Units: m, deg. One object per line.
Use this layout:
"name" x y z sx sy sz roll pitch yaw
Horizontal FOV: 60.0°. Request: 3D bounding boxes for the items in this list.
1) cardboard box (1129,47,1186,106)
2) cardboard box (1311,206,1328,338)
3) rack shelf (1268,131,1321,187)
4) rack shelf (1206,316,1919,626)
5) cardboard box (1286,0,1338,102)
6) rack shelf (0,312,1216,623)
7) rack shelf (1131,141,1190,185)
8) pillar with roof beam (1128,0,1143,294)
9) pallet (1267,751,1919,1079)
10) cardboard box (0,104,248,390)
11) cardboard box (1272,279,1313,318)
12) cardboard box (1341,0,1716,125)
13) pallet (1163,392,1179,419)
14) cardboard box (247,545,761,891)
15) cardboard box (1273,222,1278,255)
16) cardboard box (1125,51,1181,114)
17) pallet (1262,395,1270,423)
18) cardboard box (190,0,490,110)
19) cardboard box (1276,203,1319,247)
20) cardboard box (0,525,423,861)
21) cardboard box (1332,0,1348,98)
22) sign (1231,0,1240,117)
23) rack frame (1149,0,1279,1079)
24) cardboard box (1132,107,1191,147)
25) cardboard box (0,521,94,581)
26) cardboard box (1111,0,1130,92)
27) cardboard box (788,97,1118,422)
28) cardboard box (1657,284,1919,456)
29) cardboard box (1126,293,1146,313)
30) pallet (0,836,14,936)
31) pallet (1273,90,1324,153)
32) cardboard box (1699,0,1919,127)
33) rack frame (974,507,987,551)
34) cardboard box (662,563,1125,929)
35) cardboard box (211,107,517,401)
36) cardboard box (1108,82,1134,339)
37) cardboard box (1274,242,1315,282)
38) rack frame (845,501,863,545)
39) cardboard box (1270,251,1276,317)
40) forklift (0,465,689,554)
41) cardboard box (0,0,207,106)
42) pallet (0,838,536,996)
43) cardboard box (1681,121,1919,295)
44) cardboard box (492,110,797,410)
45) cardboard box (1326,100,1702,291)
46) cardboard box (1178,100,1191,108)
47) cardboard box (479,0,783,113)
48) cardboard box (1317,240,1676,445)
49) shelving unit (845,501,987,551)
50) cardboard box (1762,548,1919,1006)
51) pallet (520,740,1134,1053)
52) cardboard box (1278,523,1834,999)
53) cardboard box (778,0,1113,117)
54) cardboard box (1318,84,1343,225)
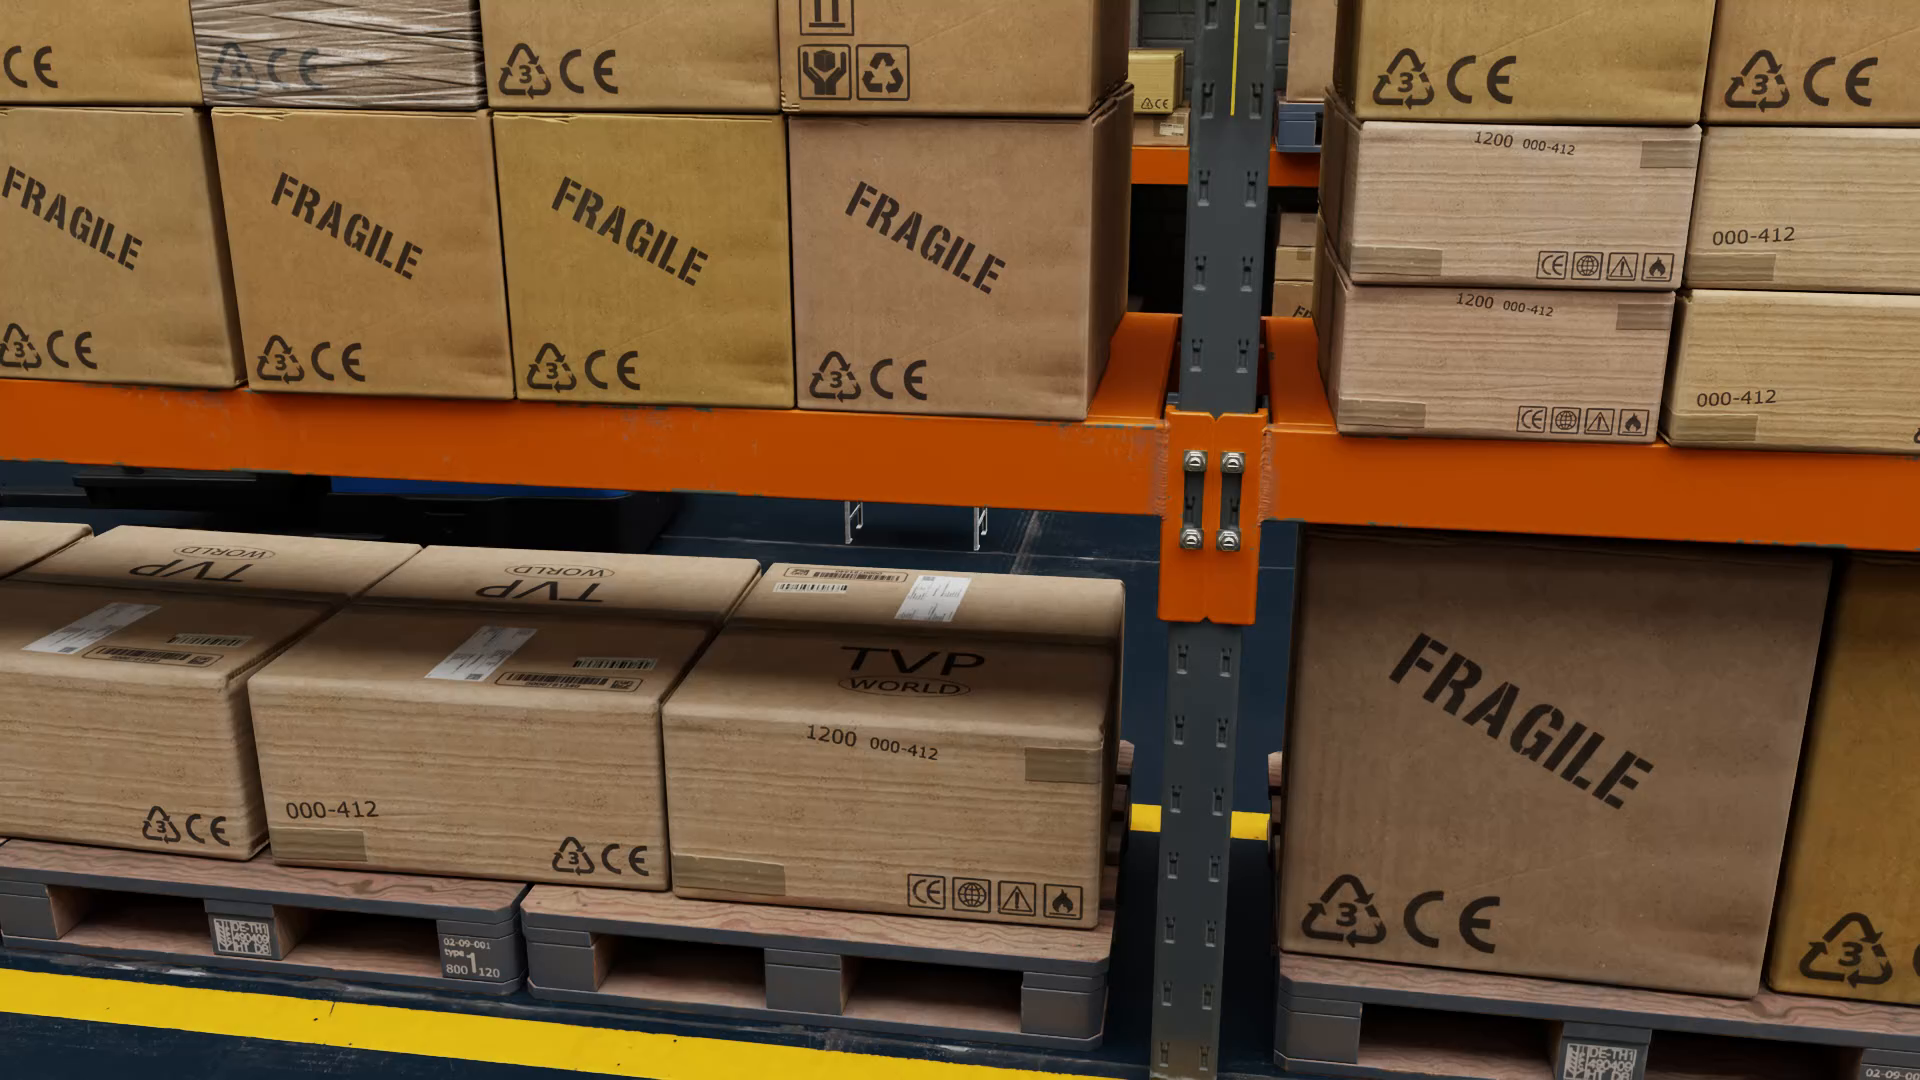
"cardboard box" 0.842 -2.269 8.123 0.500 0.250 0.500 3 19 8
"cardboard box" 0.988 -0.519 3.364 0.500 0.250 0.500 2 19 7
"rack shelf" 3.263 -1.647 7.633 4.000 0.370 1.077 3 19 9
"rack shelf" 2.479 -0.092 2.985 4.000 0.370 1.077 3 19 9
"cardboard box" 1.730 -2.241 7.455 0.500 0.500 0.700 3 19 10
"rack shelf" -1.470 -0.293 3.586 4.000 0.370 1.077 3 19 9
"rack shelf" -0.686 -1.849 8.234 4.000 0.370 1.077 3 19 9
"pillar with roof beam" 0.061 -3.903 3.785 0.400 9.000 9.100 3 19 9
"pallet" 1.278 0.804 3.568 1.213 0.211 1.003 3 19 9
"cardboard box" -1.516 -0.601 3.213 0.500 0.500 0.500 4 19 10
"cardboard box" 1.730 -1.008 7.866 0.500 0.500 0.500 4 19 11
"cardboard box" 0.894 -0.943 2.661 0.500 0.500 0.500 3 19 9
"pallet" 0.610 -0.801 8.366 1.213 0.211 1.003 3 19 9
"cardboard box" -0.982 0.372 3.840 0.875 0.438 0.875 2 19 7
"cardboard box" 1.697 -1.482 8.261 0.250 0.149 0.380 2 19 6
"cardboard box" 0.747 -2.108 7.644 0.500 0.250 0.500 3 19 10
"pallet" 2.097 -0.738 8.175 1.213 0.211 1.003 3 19 9
"cardboard box" -1.009 -1.043 2.961 0.500 0.500 0.500 3 19 9
"cardboard box" 1.610 -1.469 7.753 0.250 0.149 0.380 3 19 8
"cardboard box" -1.872 0.326 3.977 0.875 0.438 0.875 3 19 10
"cardboard box" 0.986 -1.112 3.165 0.500 0.500 0.500 4 19 10
"sign" 0.418 -0.808 2.502 0.005 0.325 0.100 3 19 9
"rack frame" 0.505 -0.534 3.171 0.127 3.000 1.000 3 19 9
"cardboard box" 0.933 -1.907 7.671 0.250 0.149 0.380 3 19 9
"cardboard box" -2.777 0.283 4.107 0.875 0.438 0.875 2 19 7
"cardboard box" 0.073 -1.155 3.295 0.500 0.500 0.500 3 19 9
"cardboard box" 0.006 -0.525 2.986 0.500 0.500 0.500 3 19 9
"cardboard box" 1.408 -0.332 2.805 0.500 0.250 0.500 2 19 7
"cardboard box" 0.673 -1.120 8.500 0.500 0.311 0.500 4 19 11
"pallet" -2.643 0.603 4.168 1.213 0.211 1.003 3 19 9
"pallet" 2.060 -1.924 7.628 1.213 0.211 1.003 3 19 9
"cardboard box" 1.400 -0.926 2.611 0.500 0.500 0.500 3 19 8
"rack frame" 0.077 -0.565 6.101 0.015 1.200 0.240 3 19 9
"cardboard box" -0.098 0.417 3.706 0.875 0.438 0.875 3 19 8
"cardboard box" -1.001 -0.569 3.120 0.500 0.500 0.500 3 19 8
"cardboard box" 0.083 -0.687 3.471 0.500 0.500 0.500 4 19 10
"cardboard box" 1.600 -1.309 7.743 0.250 0.149 0.380 4 19 11
"rack frame" -0.404 -0.590 6.174 0.015 1.200 0.240 3 19 9
"cardboard box" 1.820 -1.171 8.353 0.500 0.500 0.500 3 19 8
"forklift" -2.612 -1.433 5.967 3.031 2.935 1.130 1 19 4
"cardboard box" -1.503 -1.071 3.044 0.500 0.500 0.500 3 19 9
"pallet" -1.442 0.665 3.983 1.213 0.211 1.003 3 19 9
"cardboard box" 1.414 -0.572 2.733 0.500 0.250 0.500 3 19 10
"cardboard box" -0.503 -0.549 3.058 0.500 0.500 0.500 2 19 7
"cardboard box" 0.894 -0.589 2.786 0.500 0.250 0.500 2 19 7
"cardboard box" 1.000 -2.073 8.166 0.250 0.149 0.380 3 19 9
"cardboard box" -0.505 -1.021 2.893 0.500 0.500 0.500 3 19 8
"cardboard box" 0.897 -0.358 2.882 0.500 0.250 0.500 2 19 7
"shelving unit" -0.163 -0.577 6.138 0.503 1.200 0.258 3 19 9
"cardboard box" 2.023 0.324 3.295 0.875 0.875 0.875 3 19 10
"pallet" -0.234 0.726 3.801 1.213 0.211 1.003 3 19 9
"cardboard box" 1.130 0.281 3.423 0.875 0.875 0.875 4 19 10
"cardboard box" -0.005 -0.993 2.809 0.500 0.500 0.500 3 19 8
"cardboard box" 0.979 -0.754 3.277 0.500 0.250 0.500 3 19 9
